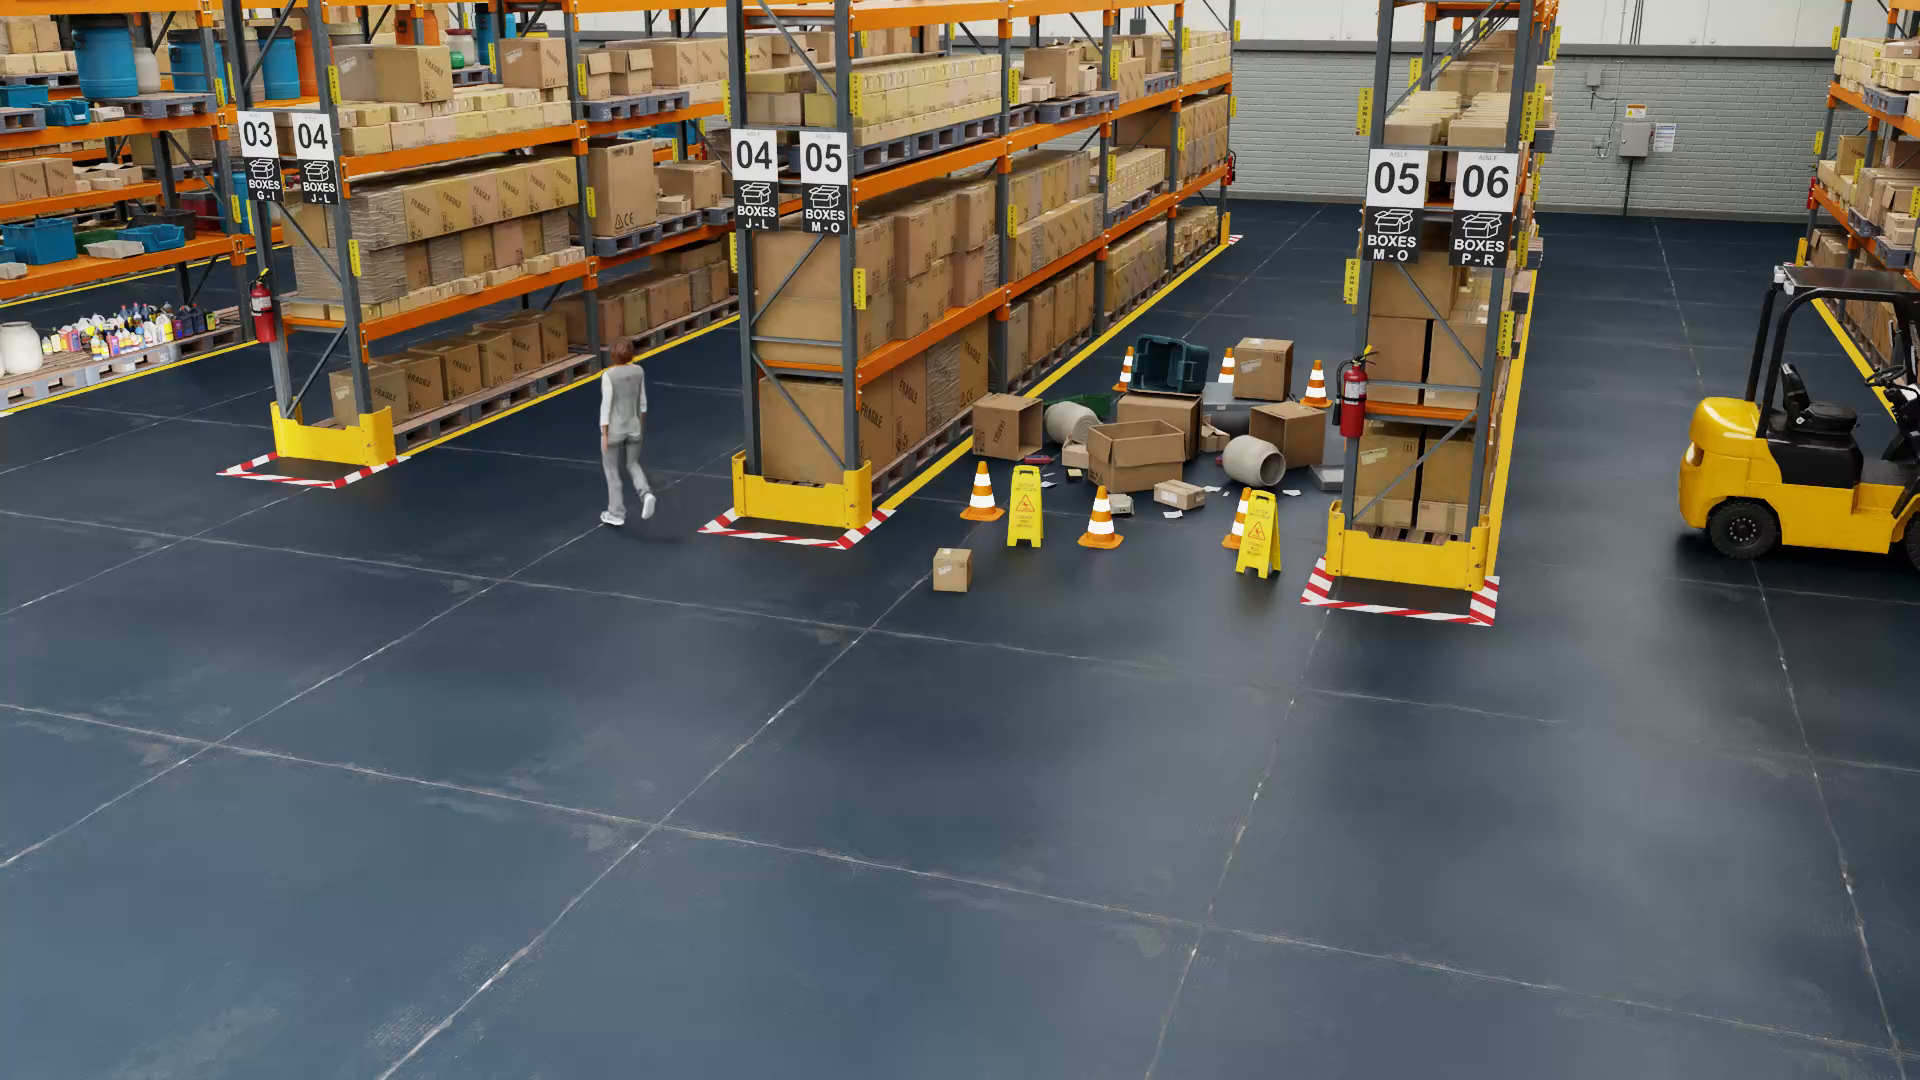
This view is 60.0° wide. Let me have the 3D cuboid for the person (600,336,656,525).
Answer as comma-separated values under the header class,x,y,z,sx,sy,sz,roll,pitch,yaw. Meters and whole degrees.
class,x,y,z,sx,sy,sz,roll,pitch,yaw
person,-2.730,-0.863,13.571,0.436,1.551,0.582,-15,24,-38
